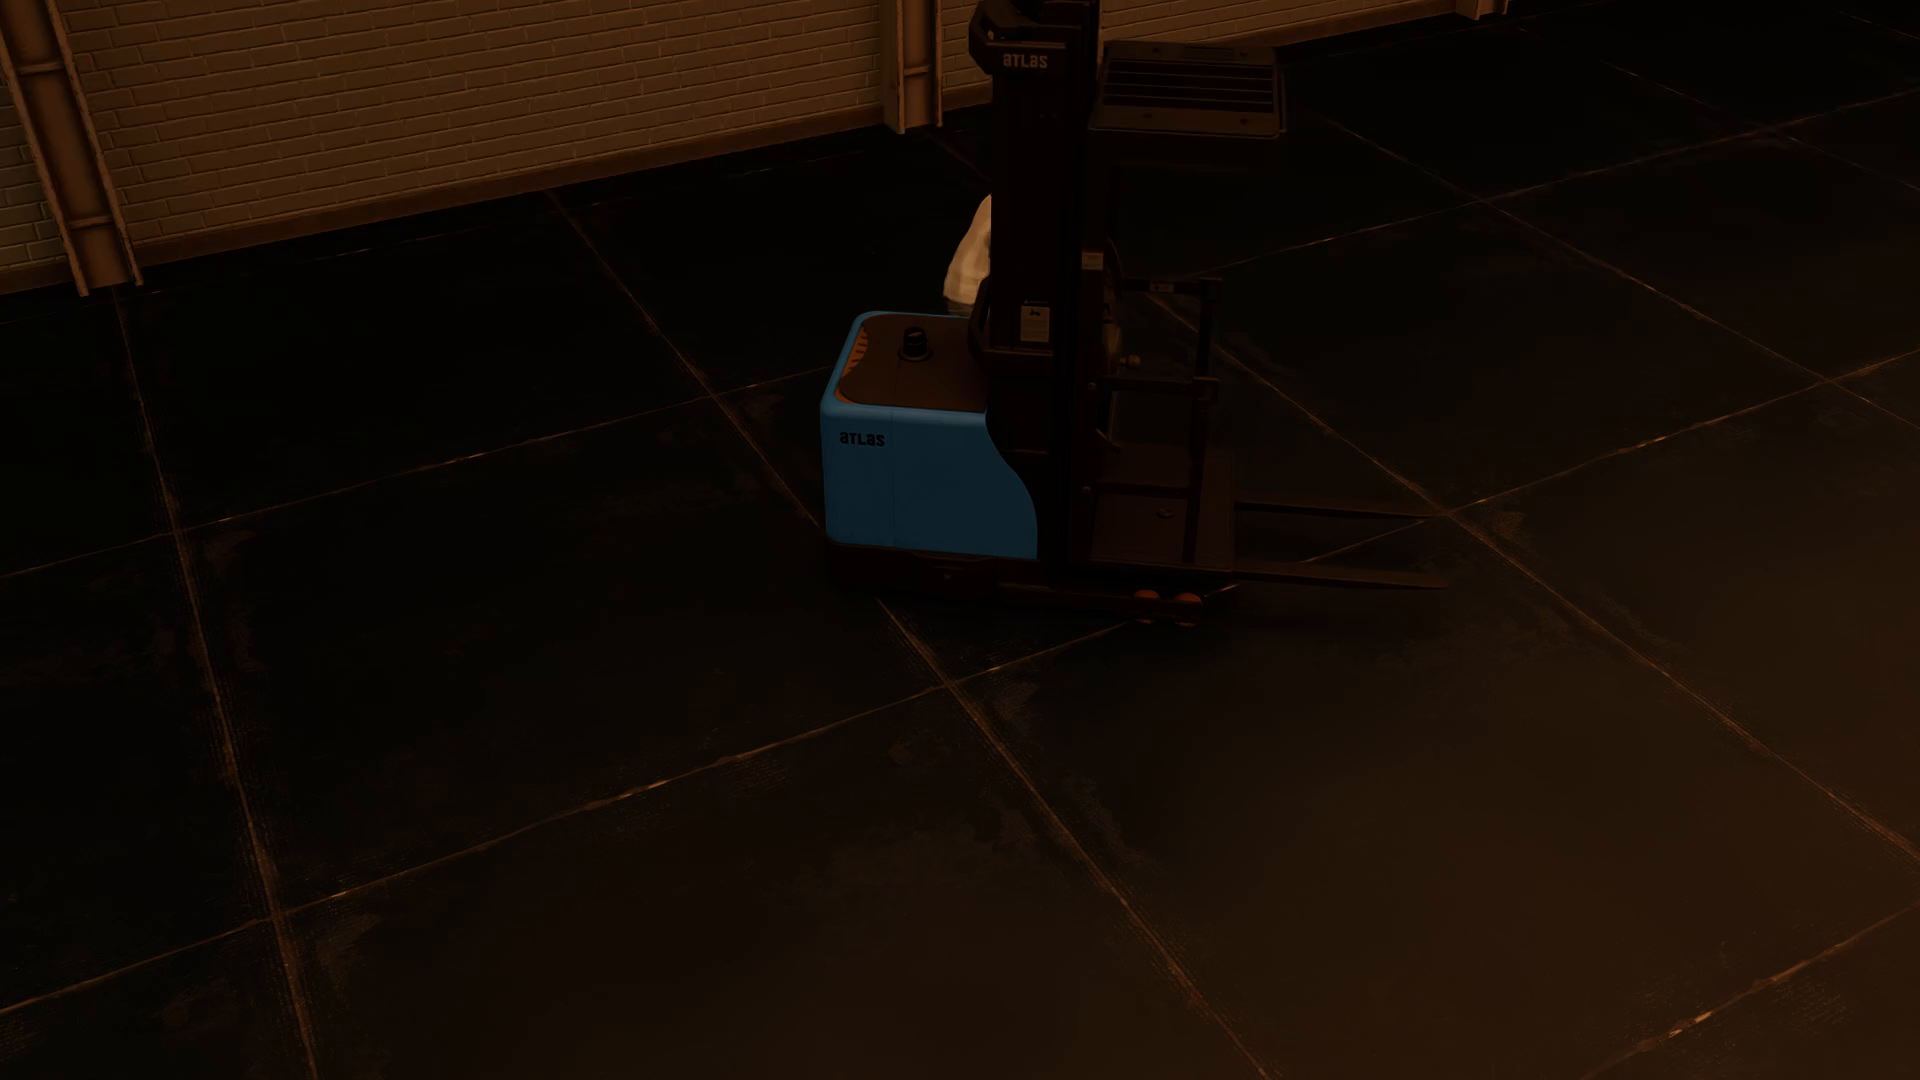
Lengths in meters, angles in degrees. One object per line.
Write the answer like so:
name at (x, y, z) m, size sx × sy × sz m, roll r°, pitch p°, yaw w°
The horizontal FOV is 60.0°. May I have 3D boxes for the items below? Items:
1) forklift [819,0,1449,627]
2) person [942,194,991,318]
forklift at (0.889, -1.104, 7.684) m, size 3.031 × 2.935 × 1.130 m, roll 5°, pitch 36°, yaw 7°
person at (0.395, -1.344, 9.237) m, size 0.907 × 1.530 × 1.052 m, roll -10°, pitch 37°, yaw -14°
